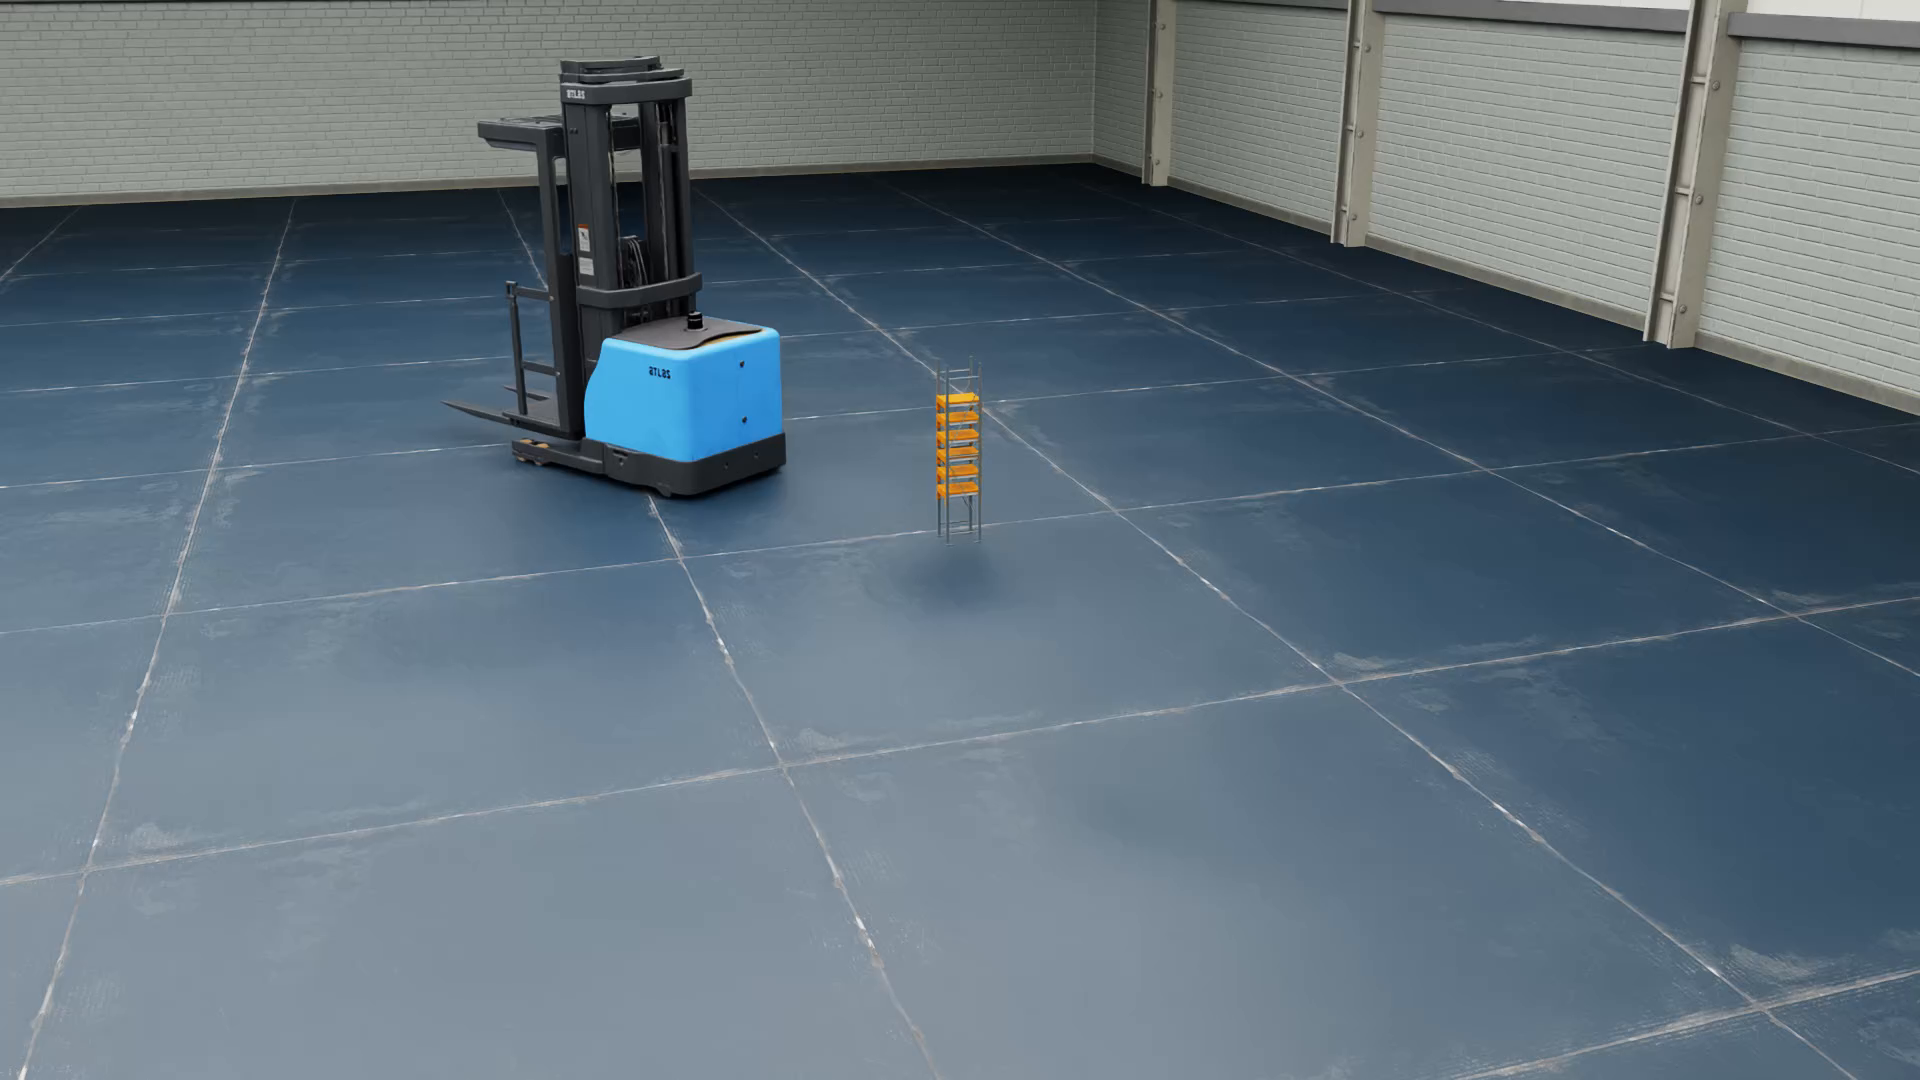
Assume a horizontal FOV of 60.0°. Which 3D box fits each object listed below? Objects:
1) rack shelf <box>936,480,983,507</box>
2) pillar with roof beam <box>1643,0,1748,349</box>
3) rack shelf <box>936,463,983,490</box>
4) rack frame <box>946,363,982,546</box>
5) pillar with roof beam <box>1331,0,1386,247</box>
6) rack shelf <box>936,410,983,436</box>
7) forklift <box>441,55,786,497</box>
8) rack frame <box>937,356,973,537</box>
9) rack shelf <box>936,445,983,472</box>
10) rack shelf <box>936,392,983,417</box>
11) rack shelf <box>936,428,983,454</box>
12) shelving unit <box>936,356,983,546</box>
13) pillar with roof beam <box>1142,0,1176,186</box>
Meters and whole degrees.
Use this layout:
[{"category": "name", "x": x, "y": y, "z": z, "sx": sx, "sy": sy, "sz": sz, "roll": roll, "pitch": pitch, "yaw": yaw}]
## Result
[{"category": "rack shelf", "x": -0.005, "y": -0.302, "z": 10.823, "sx": 0.258, "sy": 0.103, "sz": 0.180, "roll": -6, "pitch": 21, "yaw": -17}, {"category": "pillar with roof beam", "x": 2.856, "y": -5.705, "z": 13.488, "sx": 9.100, "sy": 9.000, "sz": 0.400, "roll": -6, "pitch": 21, "yaw": -17}, {"category": "rack shelf", "x": -0.005, "y": -0.415, "z": 10.782, "sx": 0.258, "sy": 0.103, "sz": 0.180, "roll": -6, "pitch": 21, "yaw": -17}, {"category": "rack frame", "x": 0.024, "y": -0.540, "z": 10.645, "sx": 0.240, "sy": 1.200, "sz": 0.006, "roll": -6, "pitch": 21, "yaw": -17}, {"category": "pillar with roof beam", "x": 0.970, "y": -7.630, "z": 18.848, "sx": 9.100, "sy": 9.000, "sz": 0.400, "roll": -6, "pitch": 21, "yaw": -17}, {"category": "rack shelf", "x": -0.005, "y": -0.753, "z": 10.660, "sx": 0.258, "sy": 0.103, "sz": 0.180, "roll": -6, "pitch": 21, "yaw": -17}, {"category": "forklift", "x": -2.764, "y": -2.061, "z": 12.320, "sx": 3.031, "sy": 2.935, "sz": 1.130, "roll": 15, "pitch": 24, "yaw": 35}, {"category": "rack frame", "x": -0.033, "y": -0.599, "z": 10.808, "sx": 0.240, "sy": 1.200, "sz": 0.006, "roll": -6, "pitch": 21, "yaw": -17}, {"category": "rack shelf", "x": -0.005, "y": -0.528, "z": 10.742, "sx": 0.258, "sy": 0.103, "sz": 0.180, "roll": -6, "pitch": 21, "yaw": -17}, {"category": "rack shelf", "x": -0.005, "y": -0.866, "z": 10.620, "sx": 0.258, "sy": 0.103, "sz": 0.180, "roll": -6, "pitch": 21, "yaw": -17}, {"category": "rack shelf", "x": -0.005, "y": -0.640, "z": 10.701, "sx": 0.258, "sy": 0.103, "sz": 0.180, "roll": -6, "pitch": 21, "yaw": -17}, {"category": "shelving unit", "x": -0.005, "y": -0.569, "z": 10.727, "sx": 0.258, "sy": 1.200, "sz": 0.189, "roll": -6, "pitch": 21, "yaw": -17}, {"category": "pillar with roof beam", "x": -0.916, "y": -9.556, "z": 24.209, "sx": 9.100, "sy": 9.000, "sz": 0.400, "roll": -6, "pitch": 21, "yaw": -17}]
